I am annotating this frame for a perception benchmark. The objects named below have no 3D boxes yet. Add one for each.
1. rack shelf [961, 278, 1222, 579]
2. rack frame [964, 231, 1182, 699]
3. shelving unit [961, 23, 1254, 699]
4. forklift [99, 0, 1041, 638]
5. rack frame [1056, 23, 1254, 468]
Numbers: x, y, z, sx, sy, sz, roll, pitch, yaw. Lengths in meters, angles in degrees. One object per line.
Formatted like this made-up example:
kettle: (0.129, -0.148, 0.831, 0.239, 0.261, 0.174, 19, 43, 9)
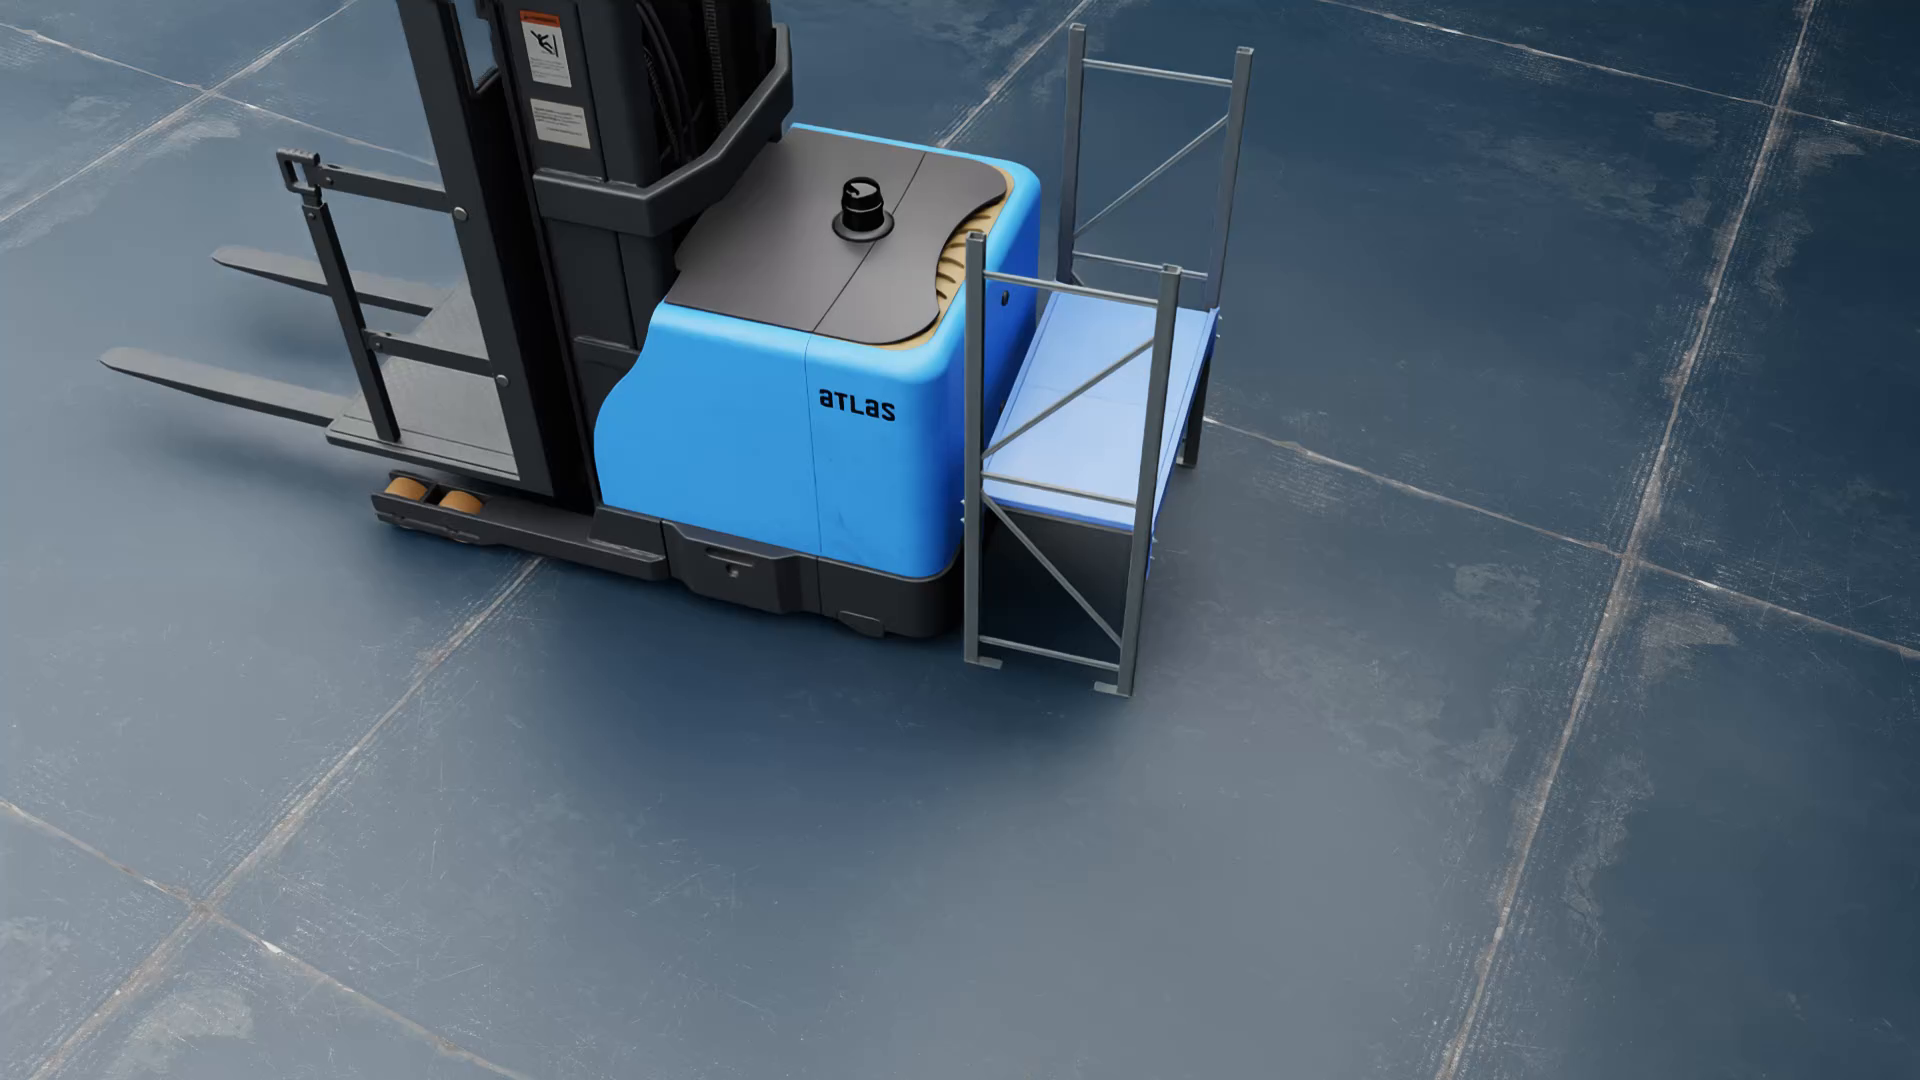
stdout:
rack shelf: (0.398, -0.349, 4.794, 0.538, 0.185, 1.000, 12, 46, 11)
rack frame: (0.256, -0.129, 4.323, 0.500, 1.500, 0.032, 12, 46, 11)
shelving unit: (0.398, -0.476, 4.666, 0.538, 1.500, 1.048, 12, 46, 11)
forklift: (-1.325, -1.364, 4.537, 3.031, 2.935, 1.130, 13, 47, 13)
rack frame: (0.540, -0.823, 5.009, 0.500, 1.500, 0.032, 12, 46, 11)
